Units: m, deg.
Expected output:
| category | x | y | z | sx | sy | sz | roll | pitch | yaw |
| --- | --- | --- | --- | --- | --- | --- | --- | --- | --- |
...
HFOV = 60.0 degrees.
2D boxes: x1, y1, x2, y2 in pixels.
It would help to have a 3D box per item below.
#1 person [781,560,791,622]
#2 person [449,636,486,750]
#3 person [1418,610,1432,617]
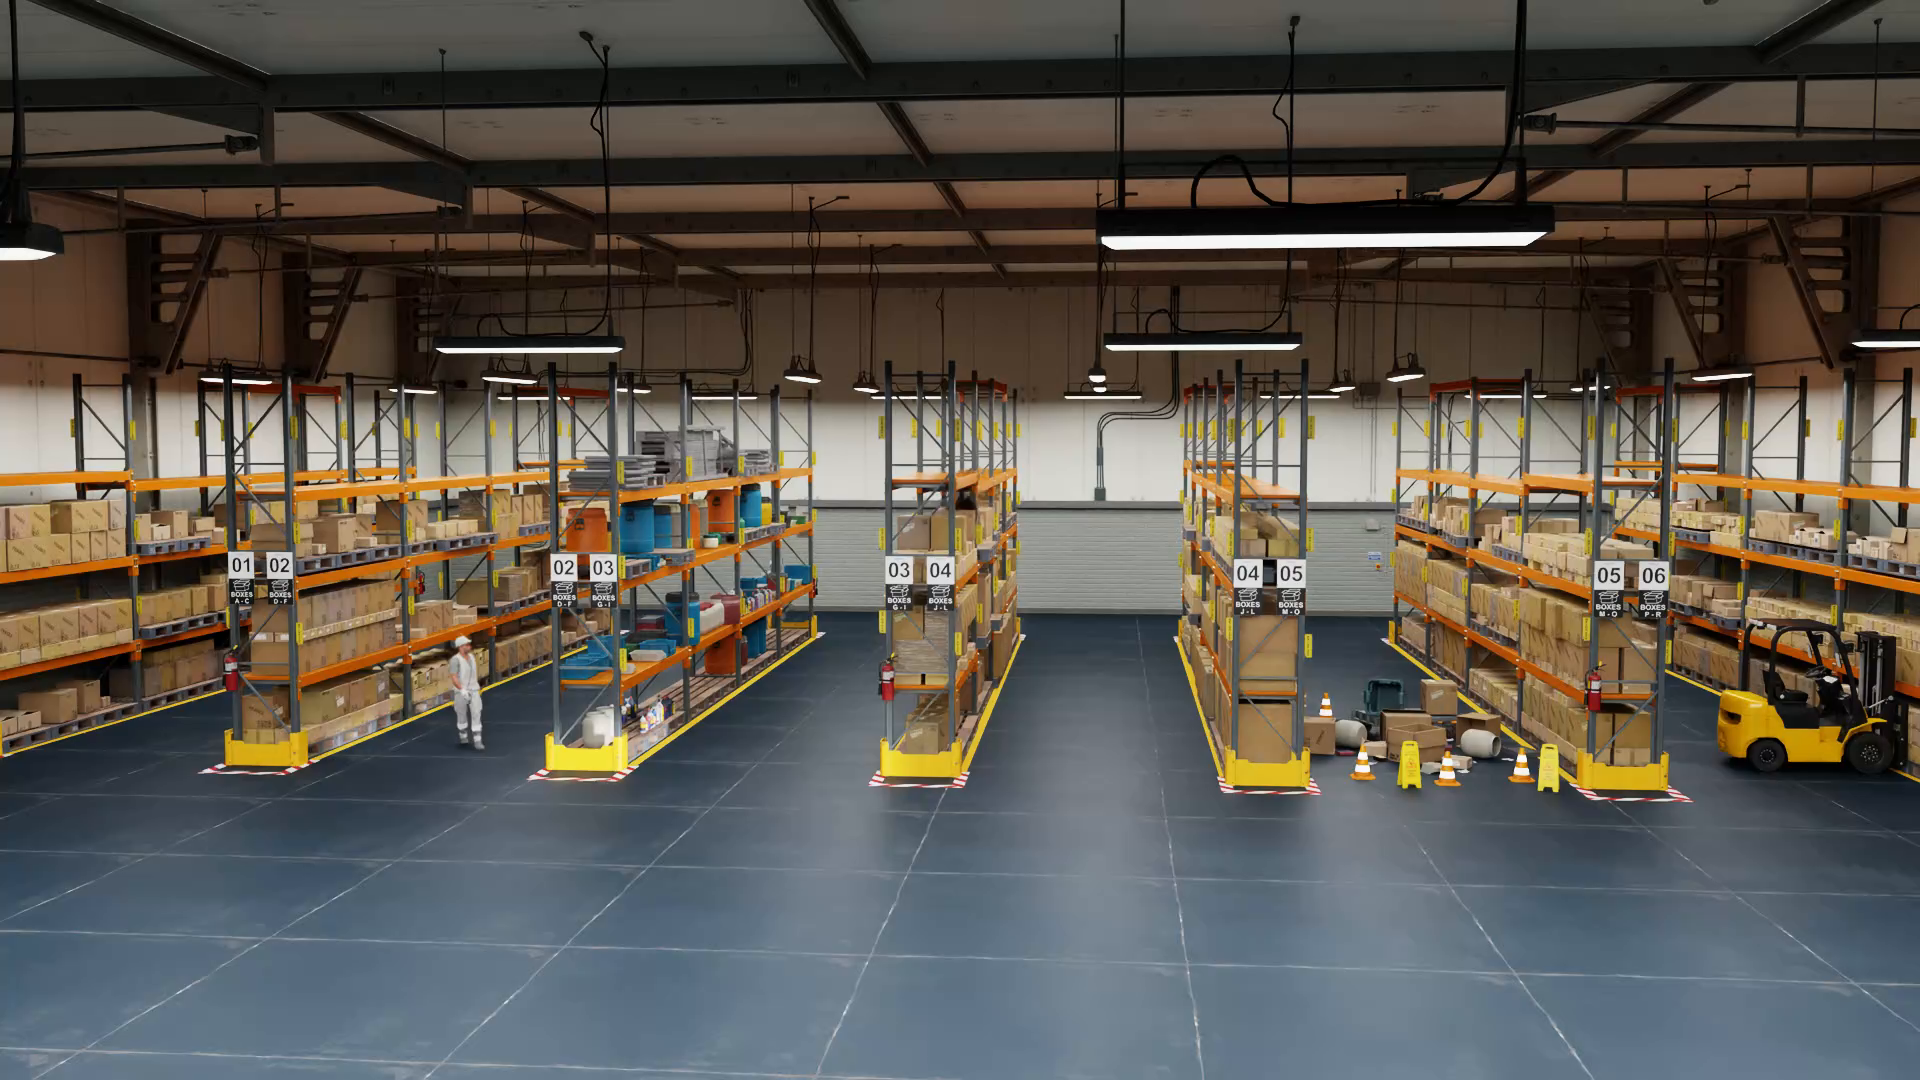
| category | x | y | z | sx | sy | sz | roll | pitch | yaw |
| --- | --- | --- | --- | --- | --- | --- | --- | --- | --- |
| person | -4.505 | 1.367 | 41.594 | 0.534 | 1.768 | 0.581 | 0 | 4 | 3 |
| person | -7.745 | 2.379 | 26.076 | 0.494 | 1.734 | 0.967 | -1 | 4 | -20 |
| person | 11.494 | 1.463 | 40.512 | 0.866 | 1.730 | 0.599 | 0 | 4 | 0 |
